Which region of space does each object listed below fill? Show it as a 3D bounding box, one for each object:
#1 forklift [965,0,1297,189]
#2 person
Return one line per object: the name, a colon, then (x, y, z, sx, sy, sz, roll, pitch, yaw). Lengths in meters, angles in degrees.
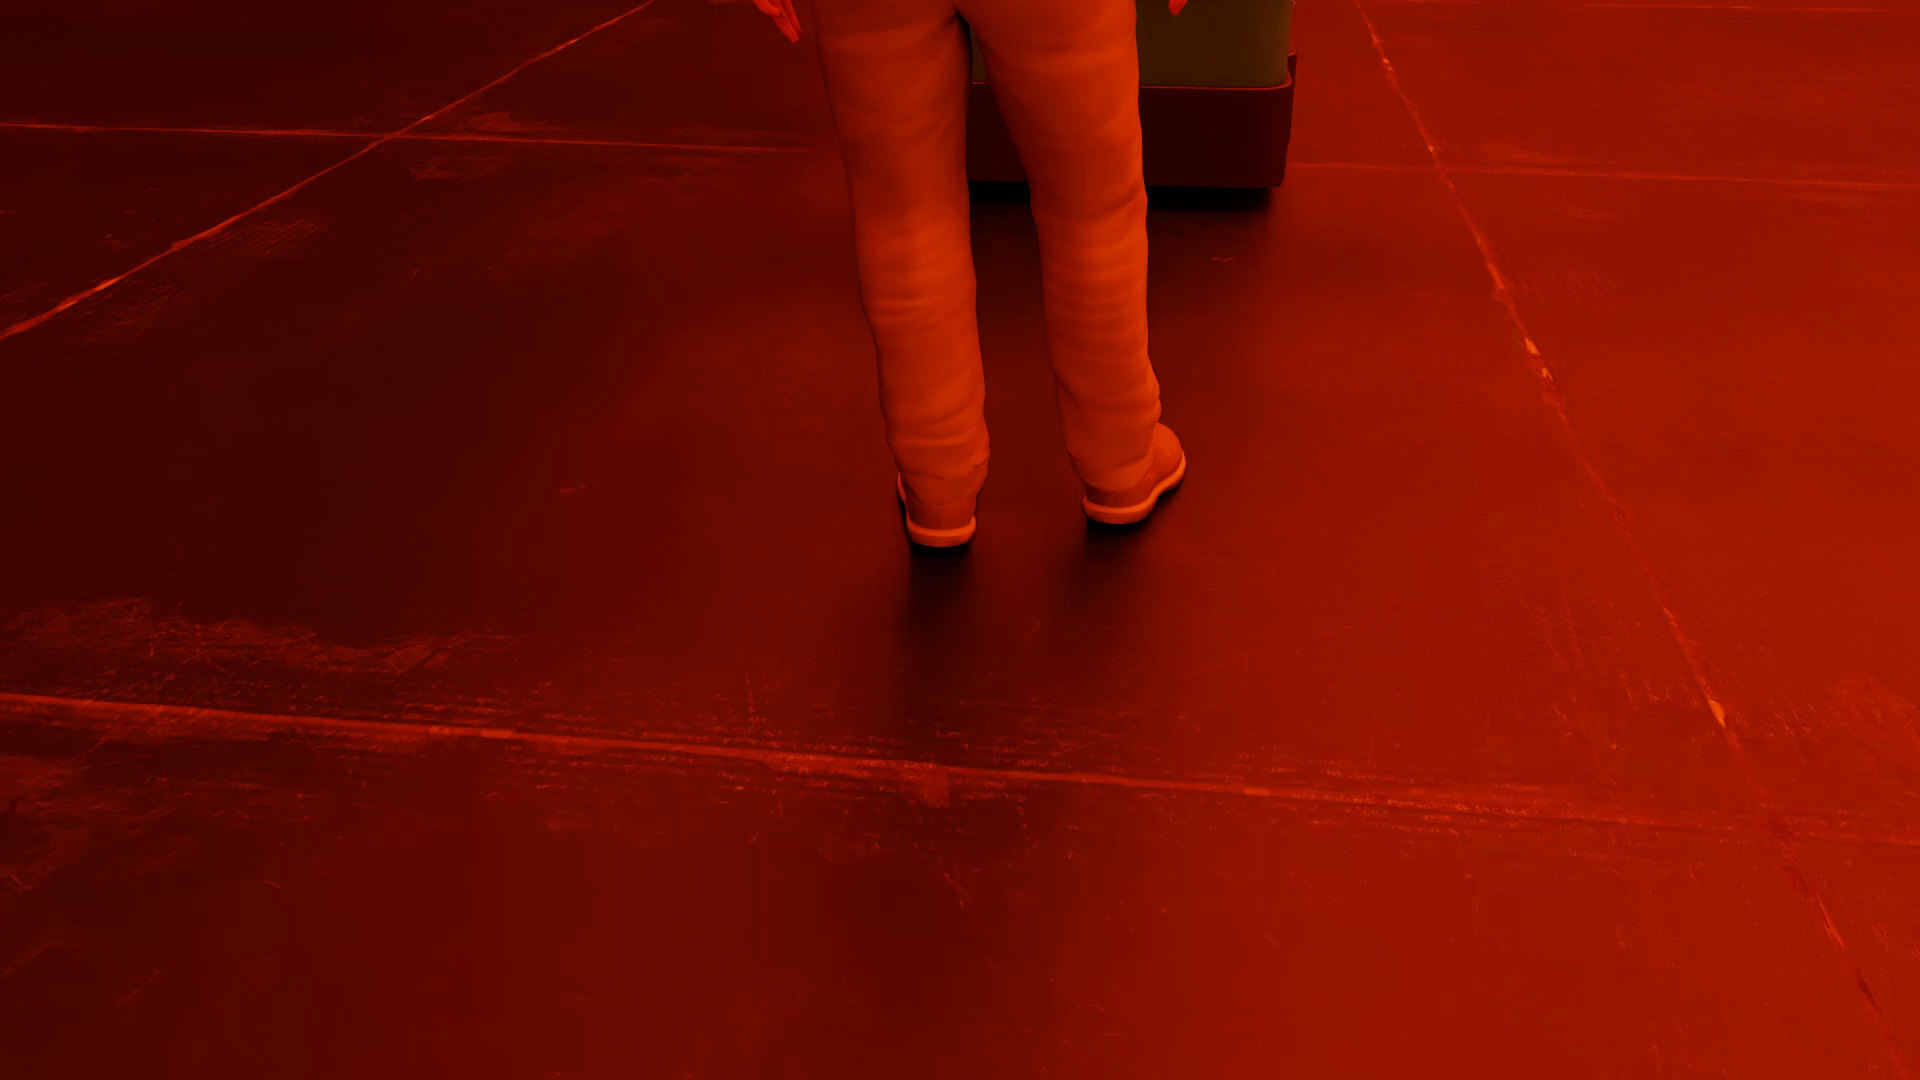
forklift: (0.438, -2.796, 4.822, 1.130, 2.935, 3.031, 3, 27, 6)
person: (0.023, -0.837, 2.166, 0.639, 1.781, 0.575, 3, 27, 7)
